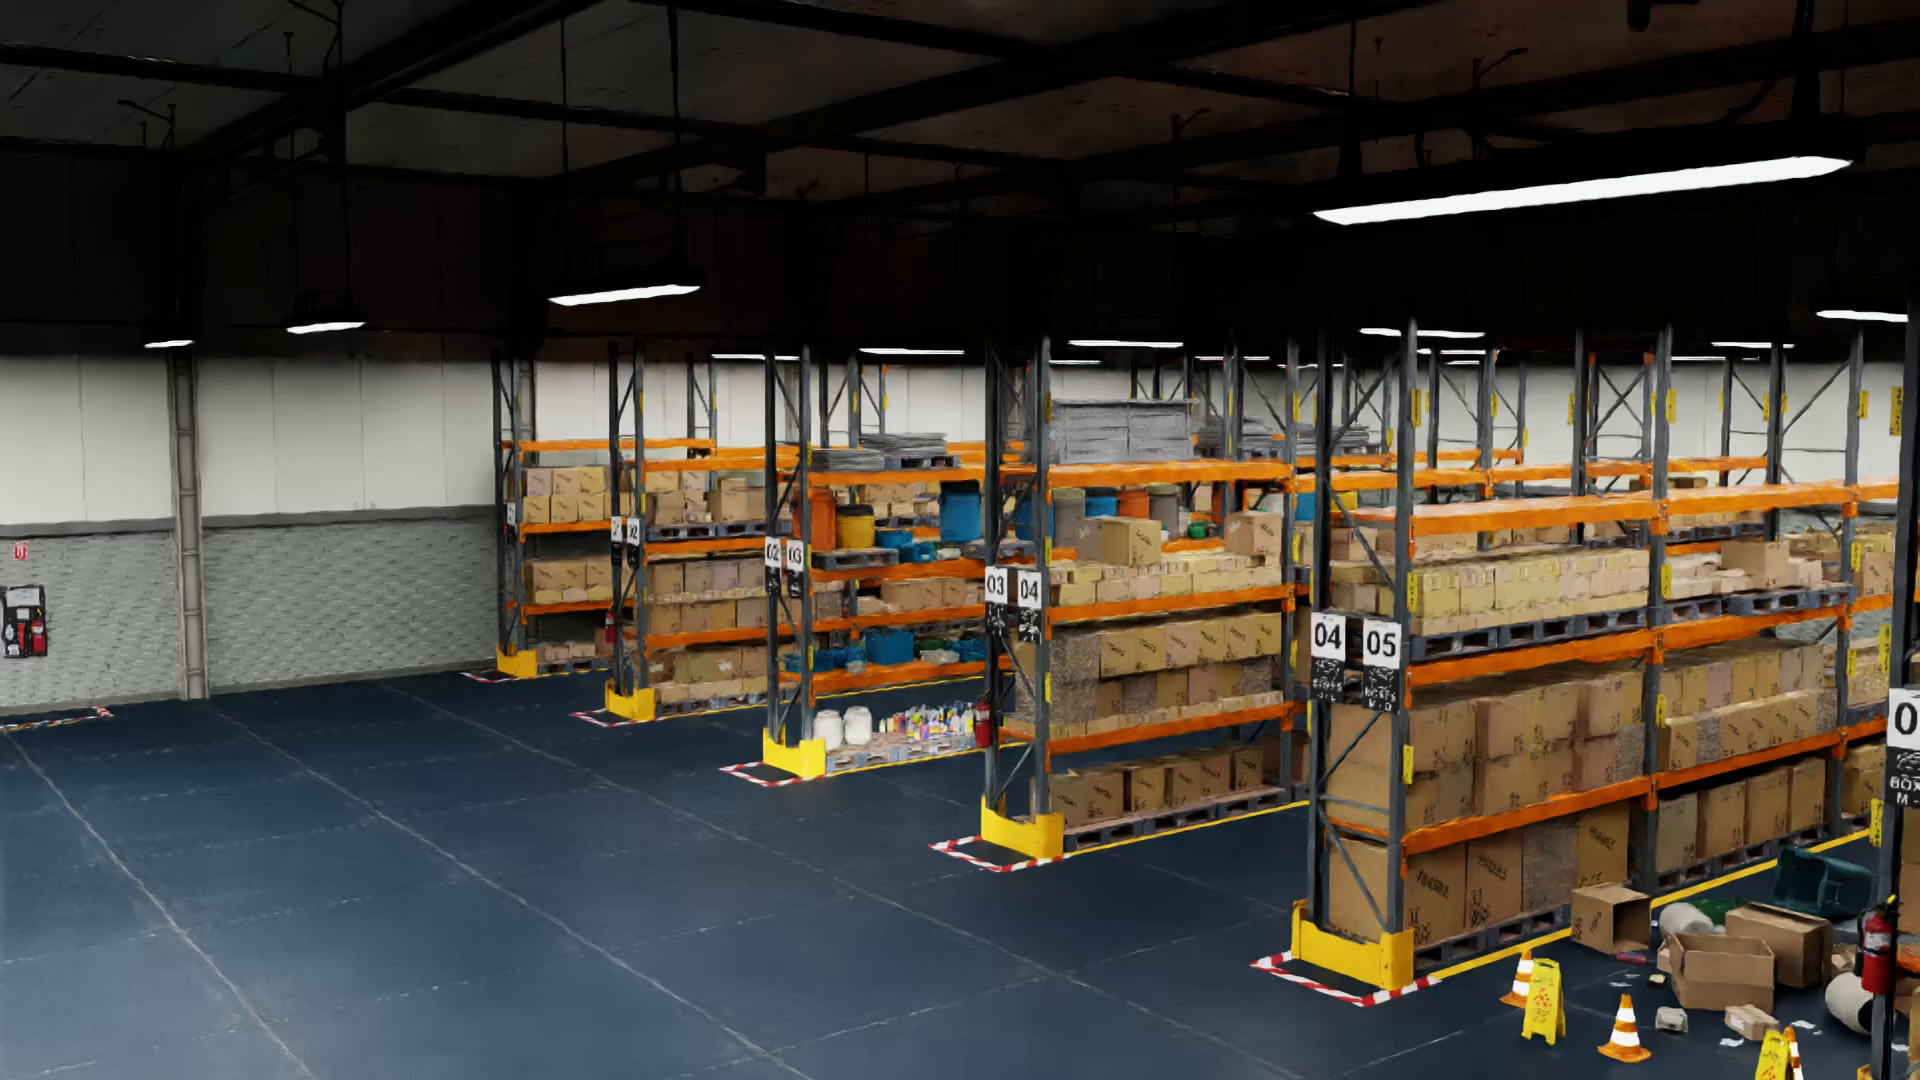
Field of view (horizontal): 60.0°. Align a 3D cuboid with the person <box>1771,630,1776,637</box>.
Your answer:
[{"bbox_3d":[12.277,2.138,25.257,1.110,1.590,0.446,-3,6,-34],"label":"person"}]
